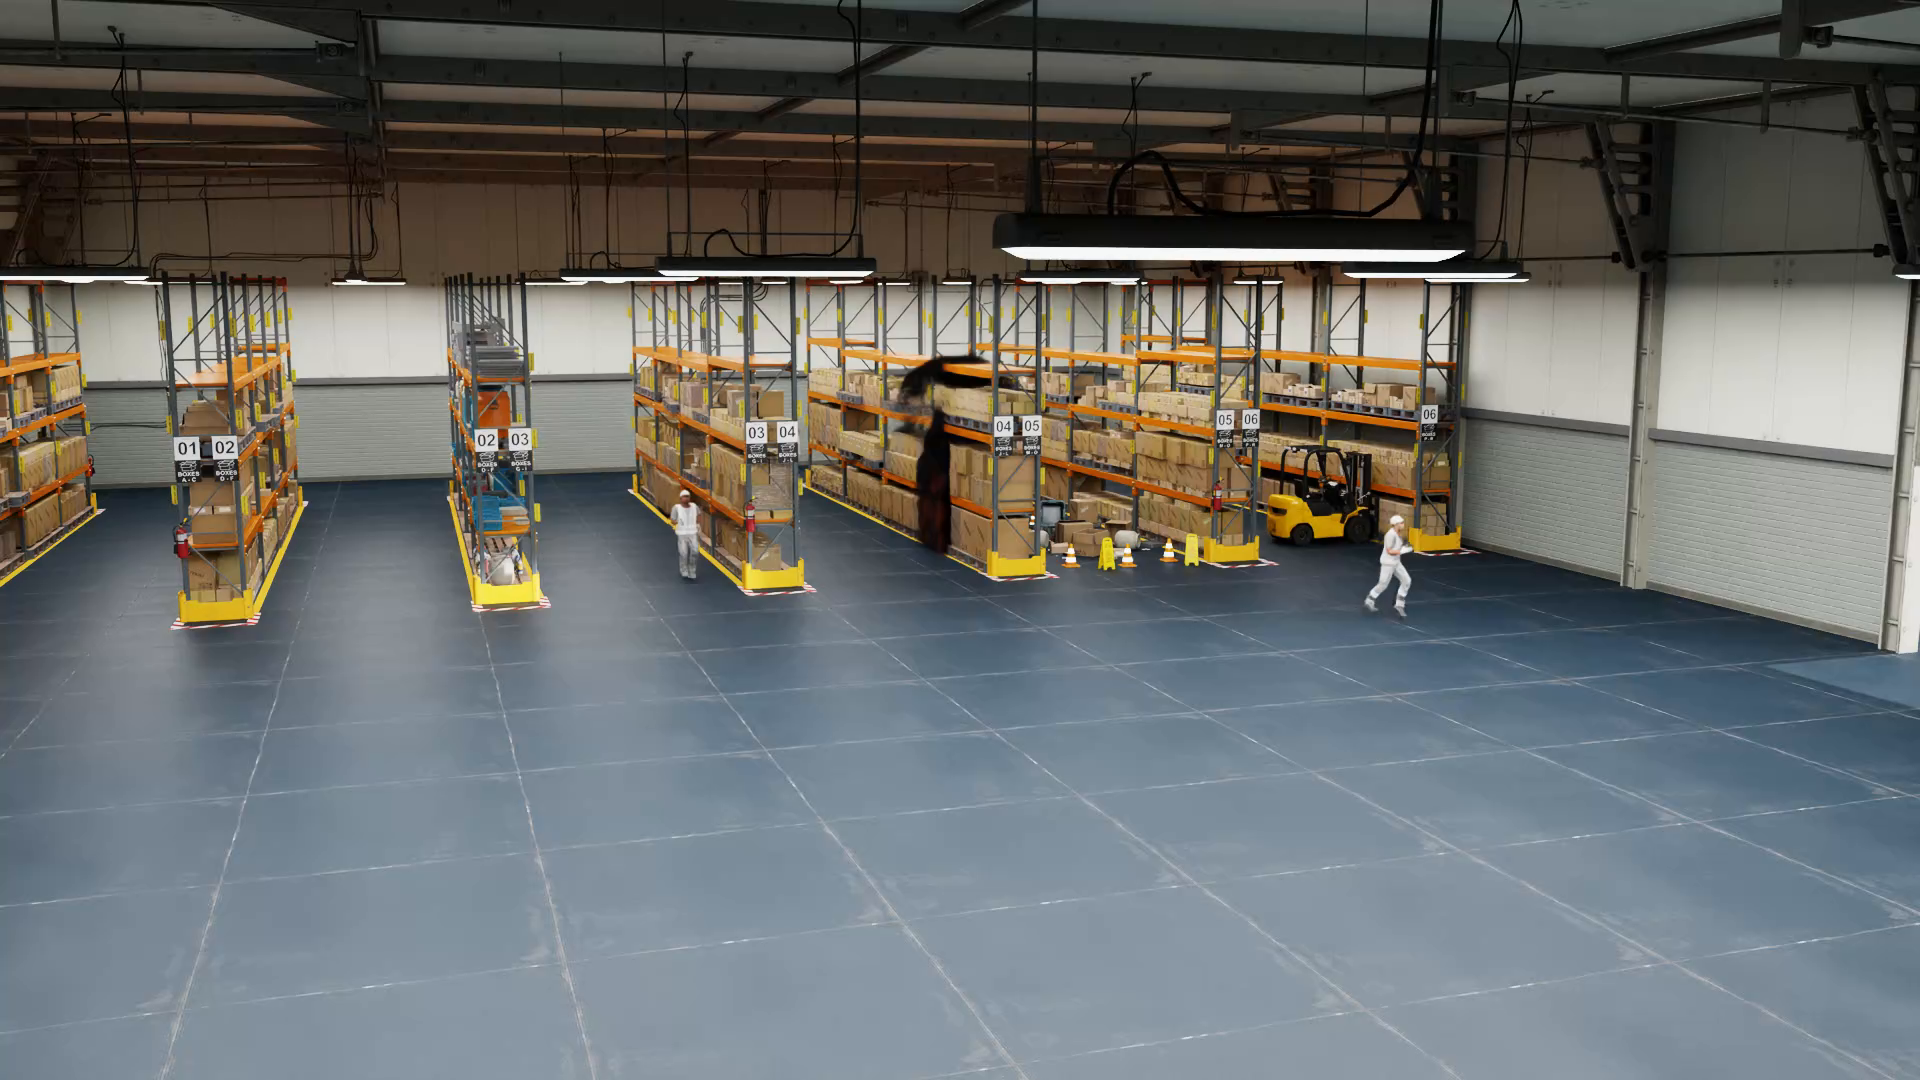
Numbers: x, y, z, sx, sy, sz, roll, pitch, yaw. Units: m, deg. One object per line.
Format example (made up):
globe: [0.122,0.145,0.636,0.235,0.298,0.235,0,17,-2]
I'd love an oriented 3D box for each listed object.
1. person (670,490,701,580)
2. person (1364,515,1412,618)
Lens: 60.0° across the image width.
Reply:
person: [-5.375,-0.089,32.827,0.658,1.792,0.654,-3,9,-19]
person: [7.537,0.455,29.198,0.865,1.814,0.693,6,10,34]
